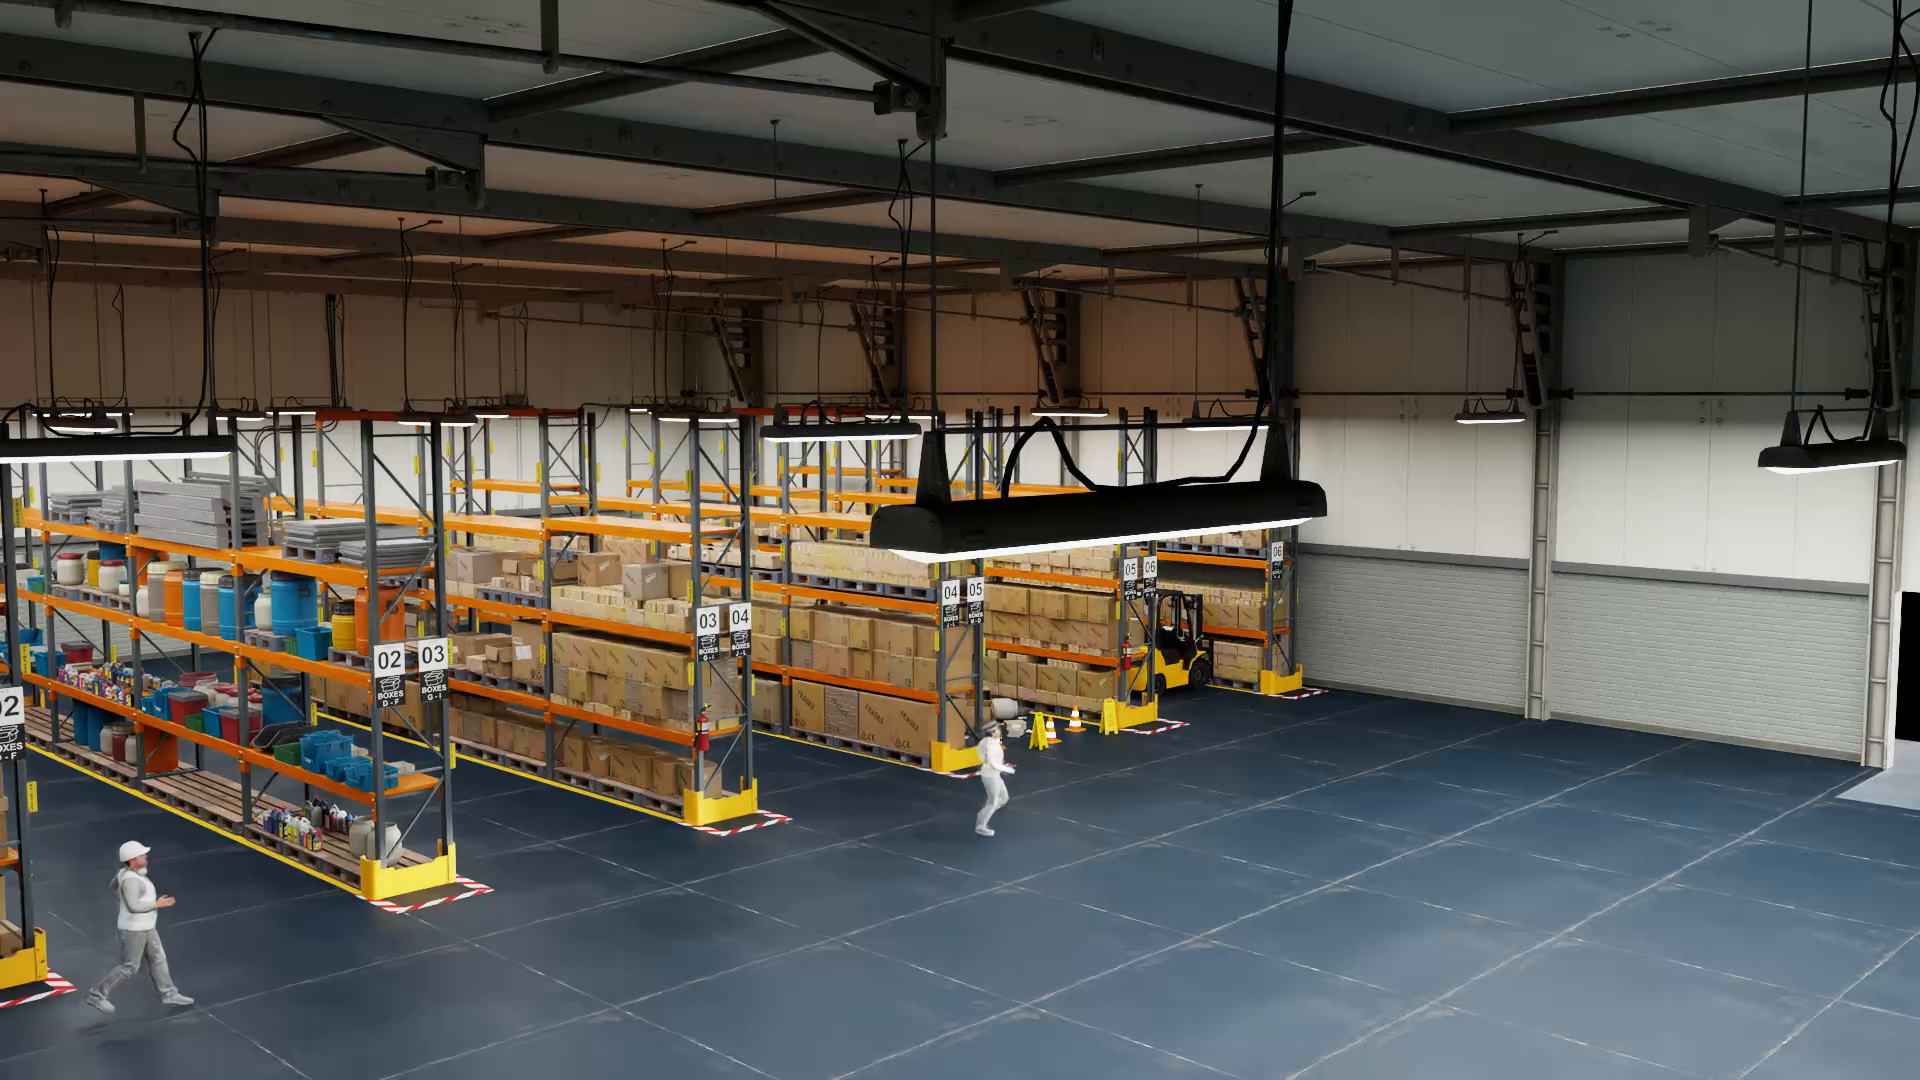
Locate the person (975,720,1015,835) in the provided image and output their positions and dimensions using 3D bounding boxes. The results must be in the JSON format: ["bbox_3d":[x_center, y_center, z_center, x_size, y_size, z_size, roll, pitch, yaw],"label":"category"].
[{"bbox_3d":[0.494,3.387,23.846,0.575,1.657,0.644,0,5,-3],"label":"person"}]

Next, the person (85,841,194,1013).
[{"bbox_3d":[-8.347,3.925,16.863,0.975,1.774,0.669,-2,5,-20],"label":"person"}]
